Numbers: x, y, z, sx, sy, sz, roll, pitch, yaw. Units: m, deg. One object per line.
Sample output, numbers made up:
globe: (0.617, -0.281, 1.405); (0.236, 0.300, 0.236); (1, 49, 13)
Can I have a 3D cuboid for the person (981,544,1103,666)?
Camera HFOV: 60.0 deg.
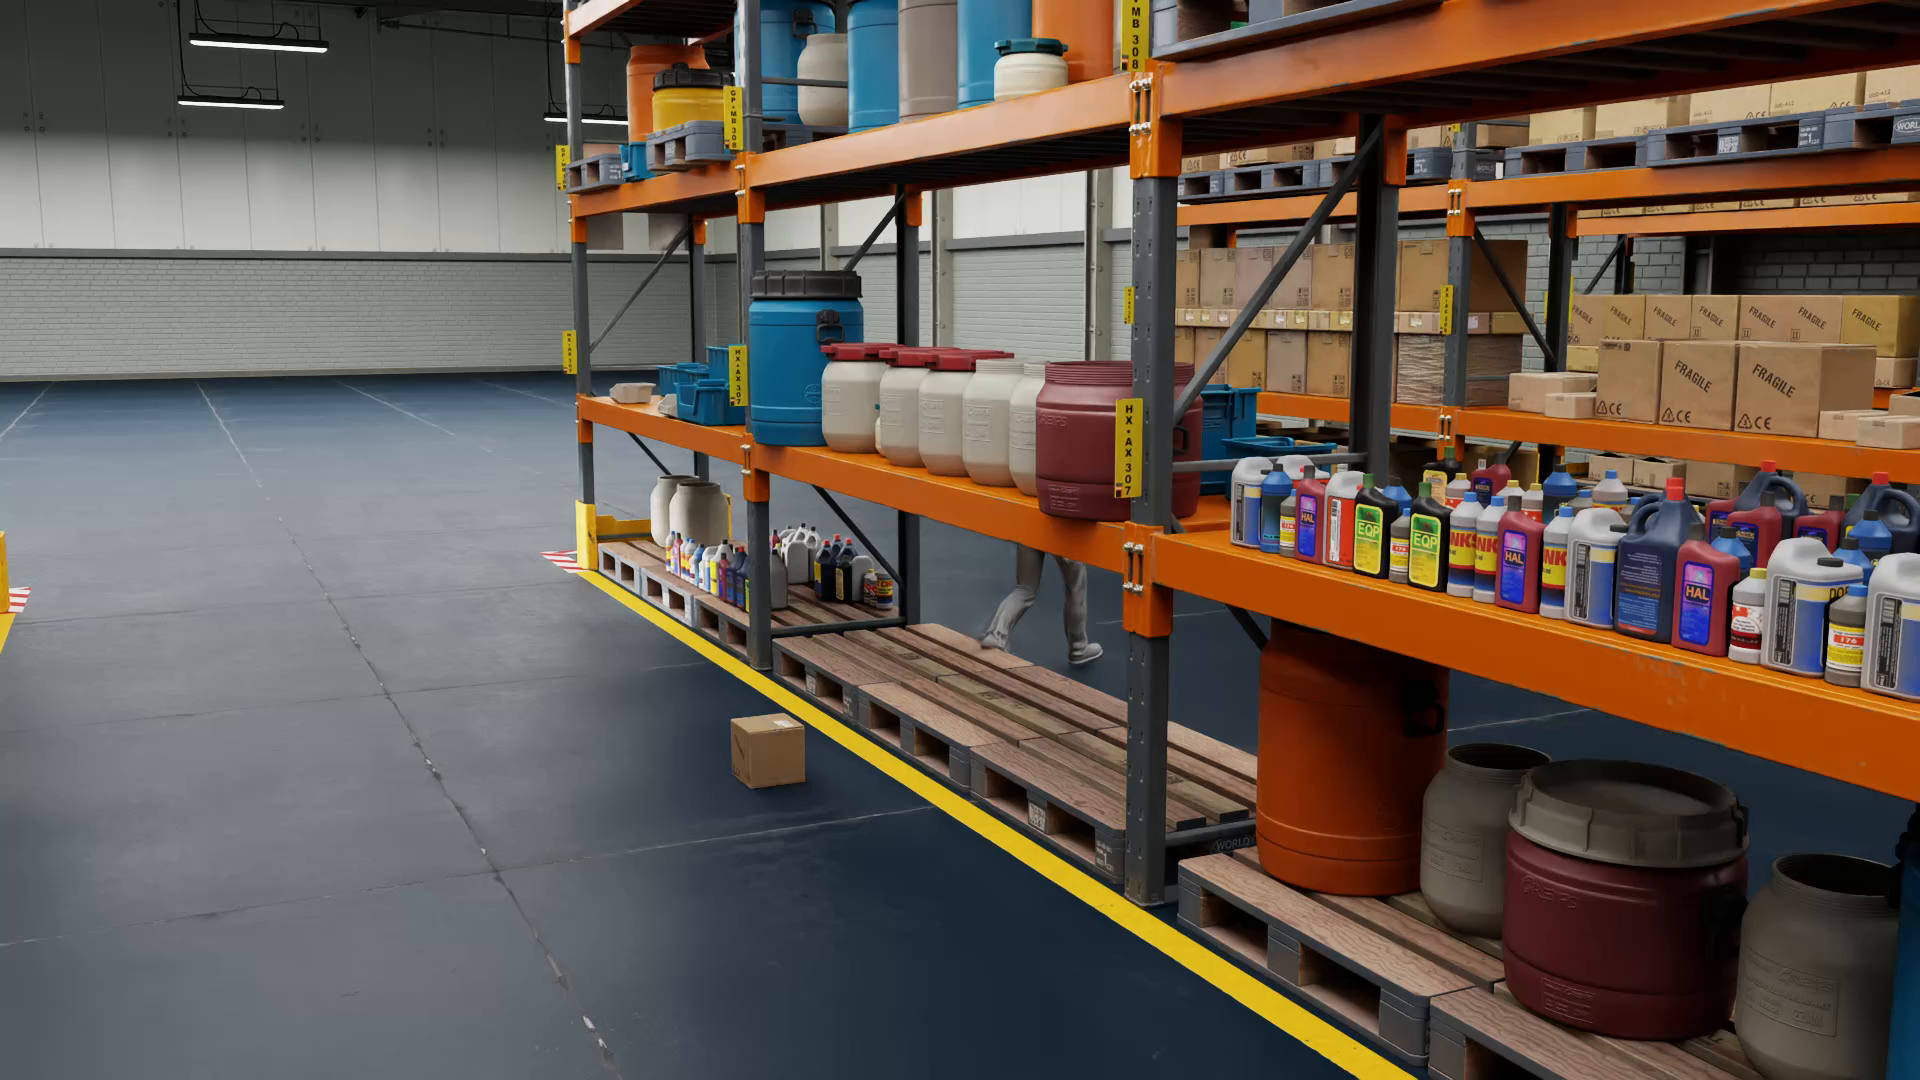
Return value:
person: (0.456, -0.098, 9.104); (0.499, 1.649, 0.924); (7, 11, 39)
